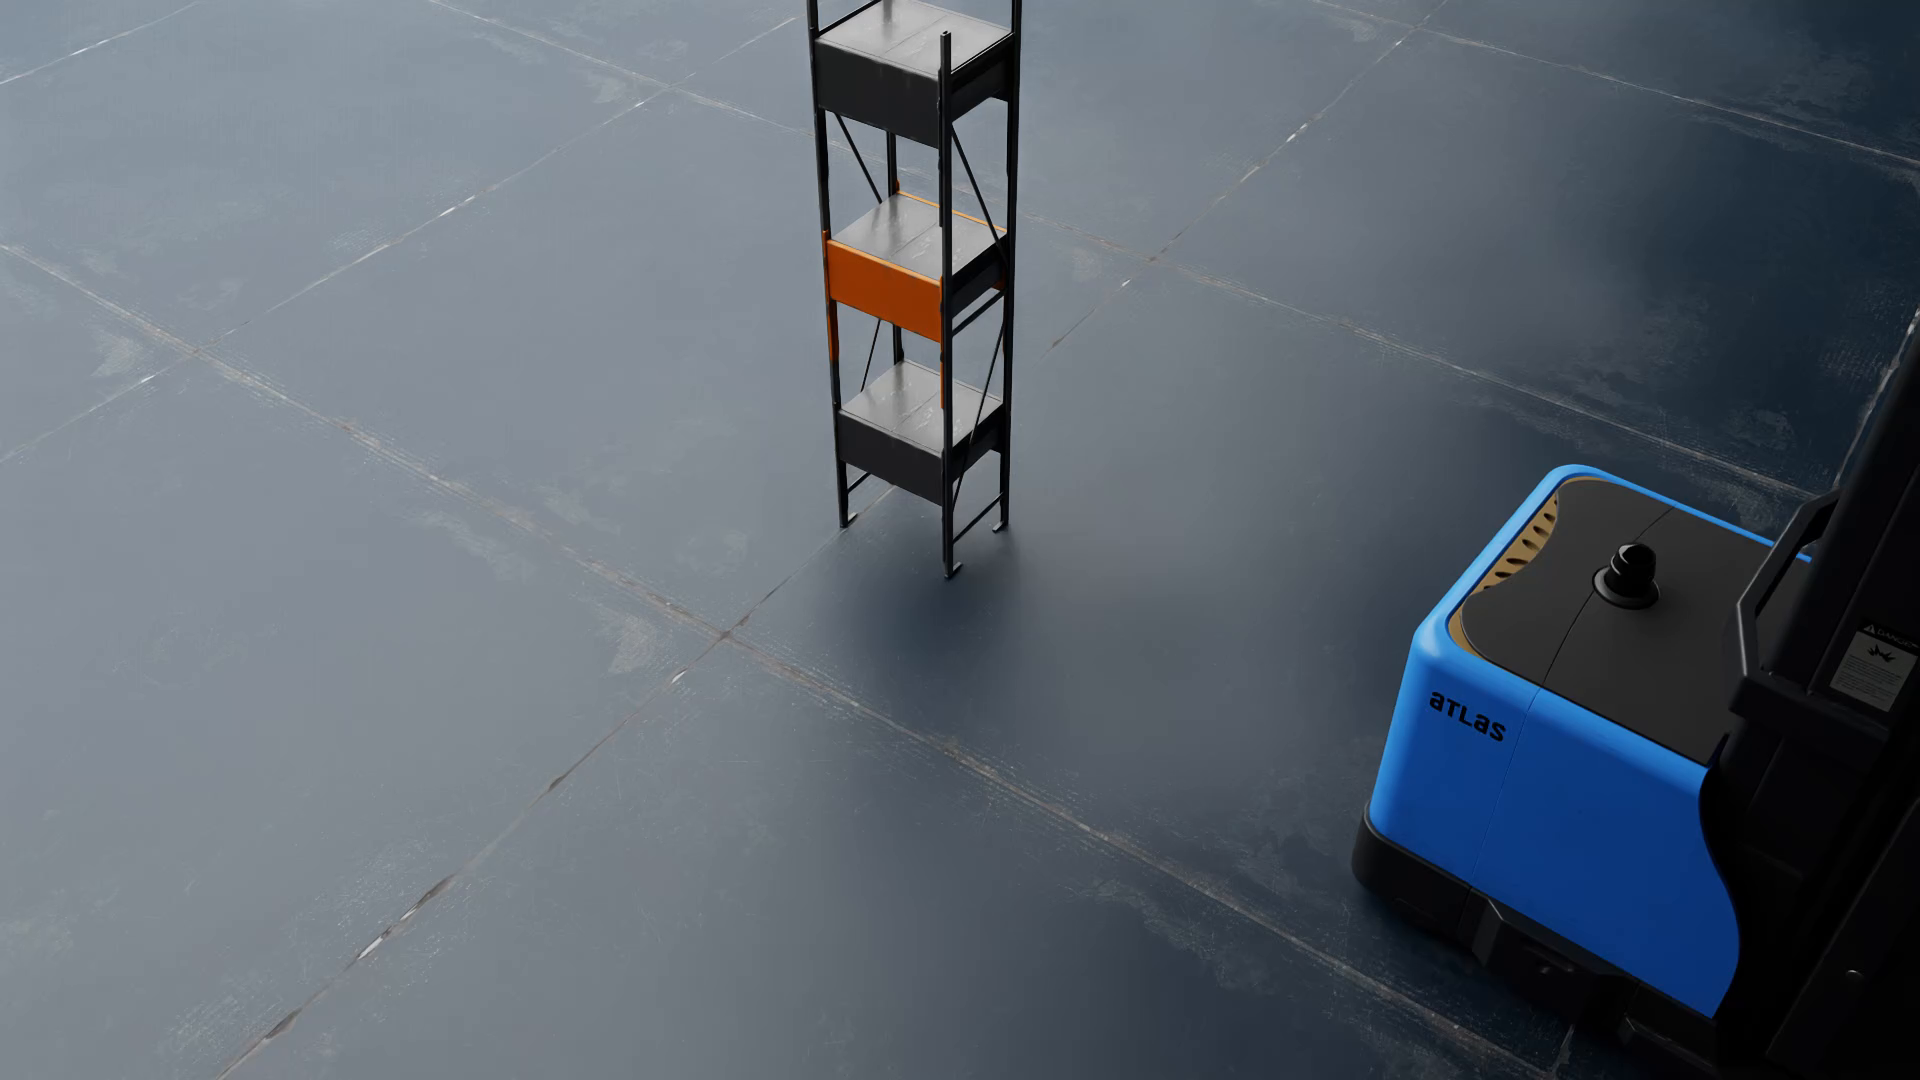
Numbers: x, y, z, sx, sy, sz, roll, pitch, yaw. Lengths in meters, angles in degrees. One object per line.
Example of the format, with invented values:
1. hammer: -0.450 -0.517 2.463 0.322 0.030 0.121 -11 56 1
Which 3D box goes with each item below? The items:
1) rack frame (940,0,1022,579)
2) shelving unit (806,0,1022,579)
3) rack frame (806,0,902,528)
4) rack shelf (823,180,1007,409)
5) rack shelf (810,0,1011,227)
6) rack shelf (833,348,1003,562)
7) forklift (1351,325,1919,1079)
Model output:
1. rack frame: 0.064 -0.752 5.516 0.015 2.100 0.400 25 48 25
2. shelving unit: -0.135 -0.846 5.621 0.503 2.100 0.431 25 48 25
3. rack frame: -0.335 -0.939 5.725 0.015 2.100 0.400 25 48 25
4. rack shelf: -0.135 -0.836 5.630 0.480 0.518 0.431 25 48 25
5. rack shelf: -0.135 -1.357 5.163 0.480 0.518 0.431 25 48 25
6. rack shelf: -0.136 -0.314 6.097 0.480 0.518 0.431 25 48 25
7. forklift: 2.651 0.324 3.690 3.031 2.935 1.130 28 49 28
